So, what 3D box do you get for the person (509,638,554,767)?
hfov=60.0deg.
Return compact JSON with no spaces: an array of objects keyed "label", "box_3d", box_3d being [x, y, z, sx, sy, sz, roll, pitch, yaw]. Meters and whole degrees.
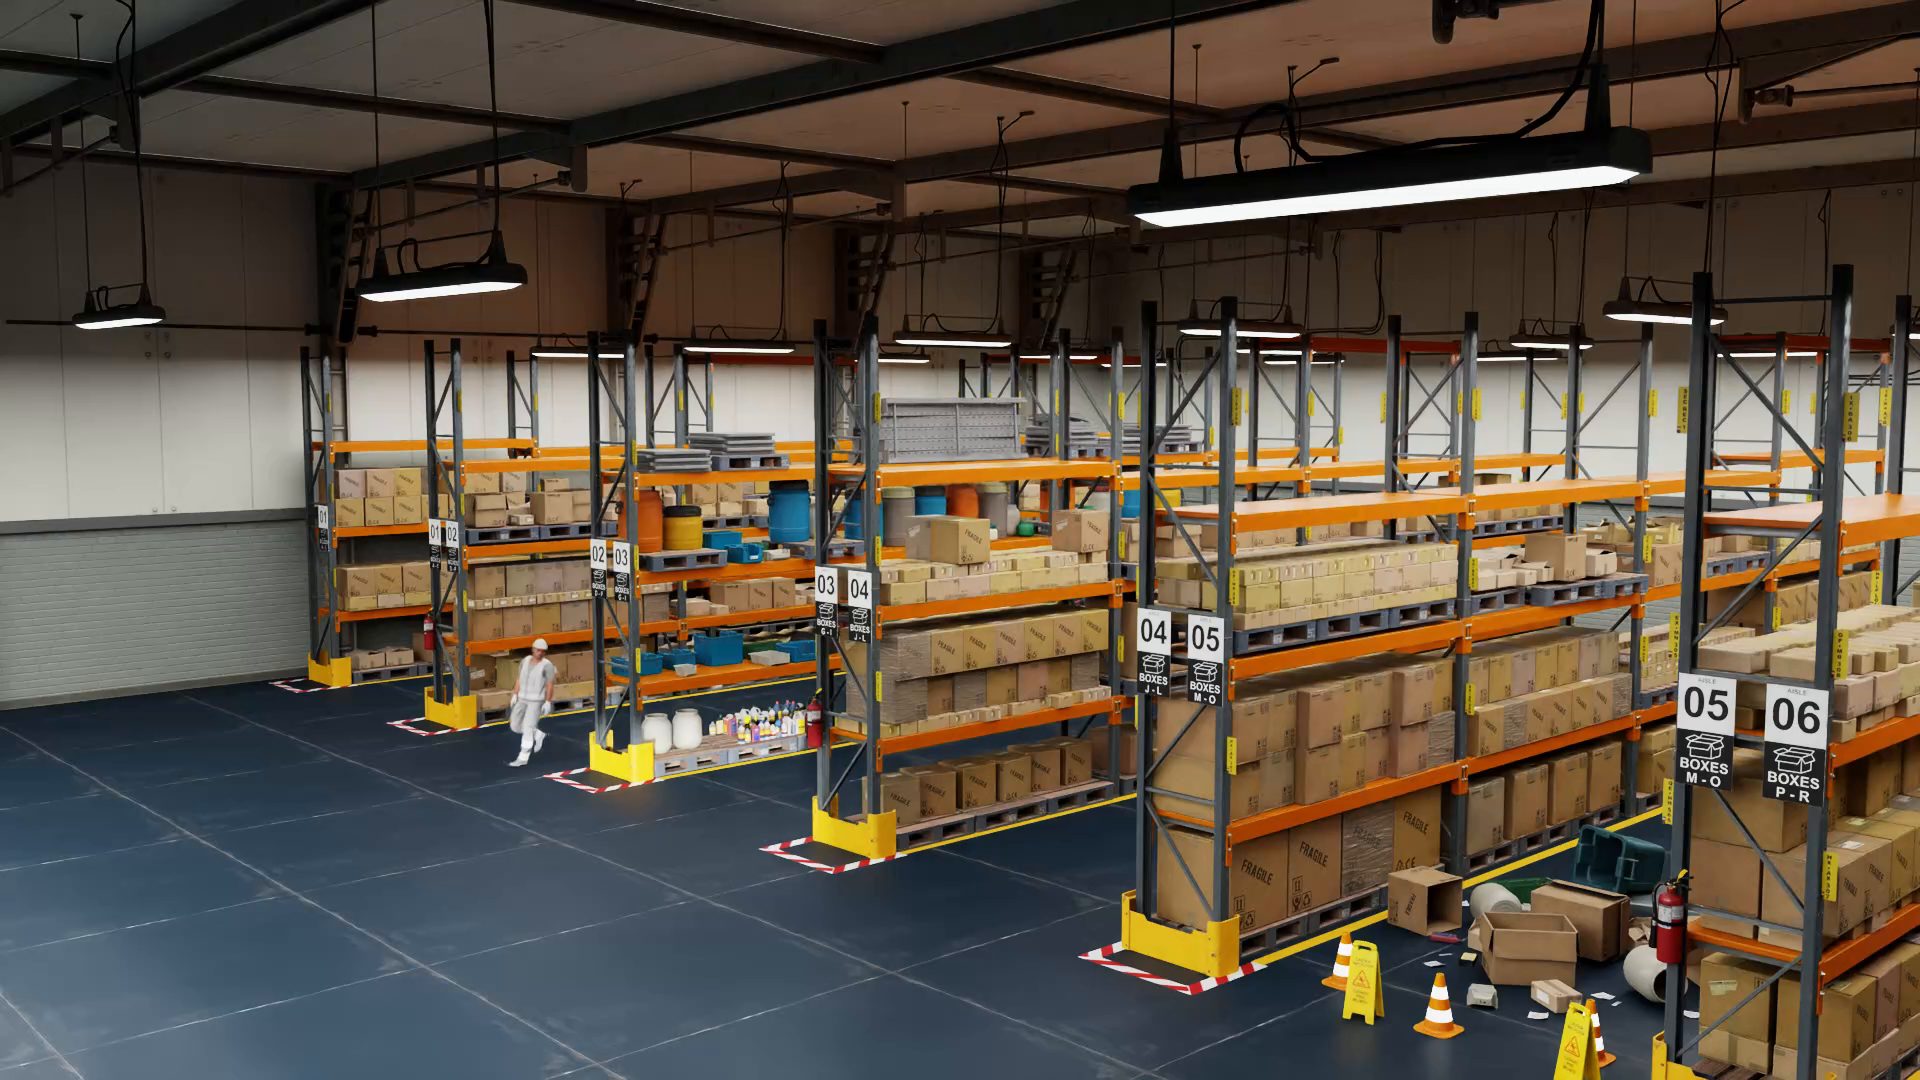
[{"label":"person","box_3d":[-5.967,2.245,23.172,0.573,1.756,0.726,2,6,24]}]
